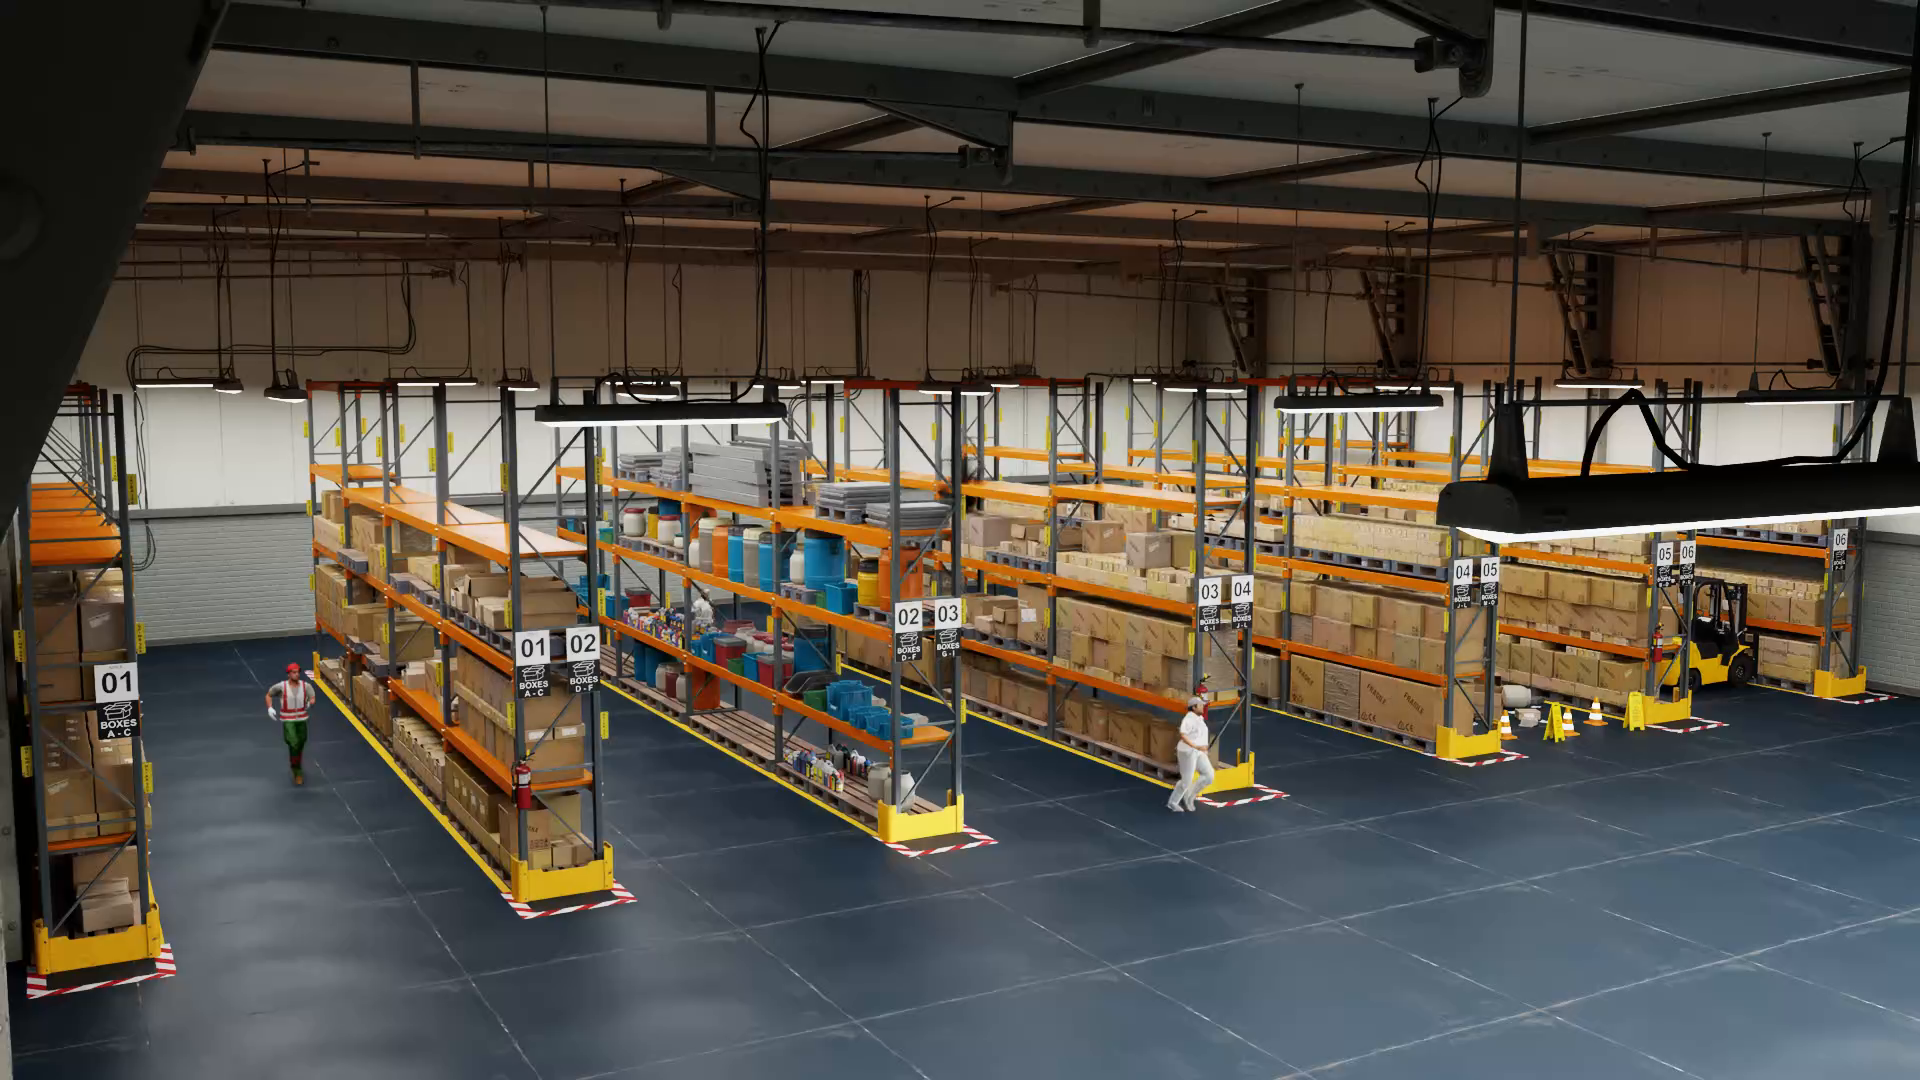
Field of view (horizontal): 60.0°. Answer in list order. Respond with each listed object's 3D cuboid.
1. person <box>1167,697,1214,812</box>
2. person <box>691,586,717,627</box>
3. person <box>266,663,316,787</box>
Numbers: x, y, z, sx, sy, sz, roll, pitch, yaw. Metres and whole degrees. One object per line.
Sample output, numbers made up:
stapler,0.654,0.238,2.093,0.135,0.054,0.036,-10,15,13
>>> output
person,3.308,3.022,23.523,0.604,1.622,0.647,4,8,36
person,-5.423,1.786,35.196,0.563,1.650,0.597,-5,8,-38
person,-10.104,2.766,25.231,0.671,1.809,0.878,-5,8,-39
